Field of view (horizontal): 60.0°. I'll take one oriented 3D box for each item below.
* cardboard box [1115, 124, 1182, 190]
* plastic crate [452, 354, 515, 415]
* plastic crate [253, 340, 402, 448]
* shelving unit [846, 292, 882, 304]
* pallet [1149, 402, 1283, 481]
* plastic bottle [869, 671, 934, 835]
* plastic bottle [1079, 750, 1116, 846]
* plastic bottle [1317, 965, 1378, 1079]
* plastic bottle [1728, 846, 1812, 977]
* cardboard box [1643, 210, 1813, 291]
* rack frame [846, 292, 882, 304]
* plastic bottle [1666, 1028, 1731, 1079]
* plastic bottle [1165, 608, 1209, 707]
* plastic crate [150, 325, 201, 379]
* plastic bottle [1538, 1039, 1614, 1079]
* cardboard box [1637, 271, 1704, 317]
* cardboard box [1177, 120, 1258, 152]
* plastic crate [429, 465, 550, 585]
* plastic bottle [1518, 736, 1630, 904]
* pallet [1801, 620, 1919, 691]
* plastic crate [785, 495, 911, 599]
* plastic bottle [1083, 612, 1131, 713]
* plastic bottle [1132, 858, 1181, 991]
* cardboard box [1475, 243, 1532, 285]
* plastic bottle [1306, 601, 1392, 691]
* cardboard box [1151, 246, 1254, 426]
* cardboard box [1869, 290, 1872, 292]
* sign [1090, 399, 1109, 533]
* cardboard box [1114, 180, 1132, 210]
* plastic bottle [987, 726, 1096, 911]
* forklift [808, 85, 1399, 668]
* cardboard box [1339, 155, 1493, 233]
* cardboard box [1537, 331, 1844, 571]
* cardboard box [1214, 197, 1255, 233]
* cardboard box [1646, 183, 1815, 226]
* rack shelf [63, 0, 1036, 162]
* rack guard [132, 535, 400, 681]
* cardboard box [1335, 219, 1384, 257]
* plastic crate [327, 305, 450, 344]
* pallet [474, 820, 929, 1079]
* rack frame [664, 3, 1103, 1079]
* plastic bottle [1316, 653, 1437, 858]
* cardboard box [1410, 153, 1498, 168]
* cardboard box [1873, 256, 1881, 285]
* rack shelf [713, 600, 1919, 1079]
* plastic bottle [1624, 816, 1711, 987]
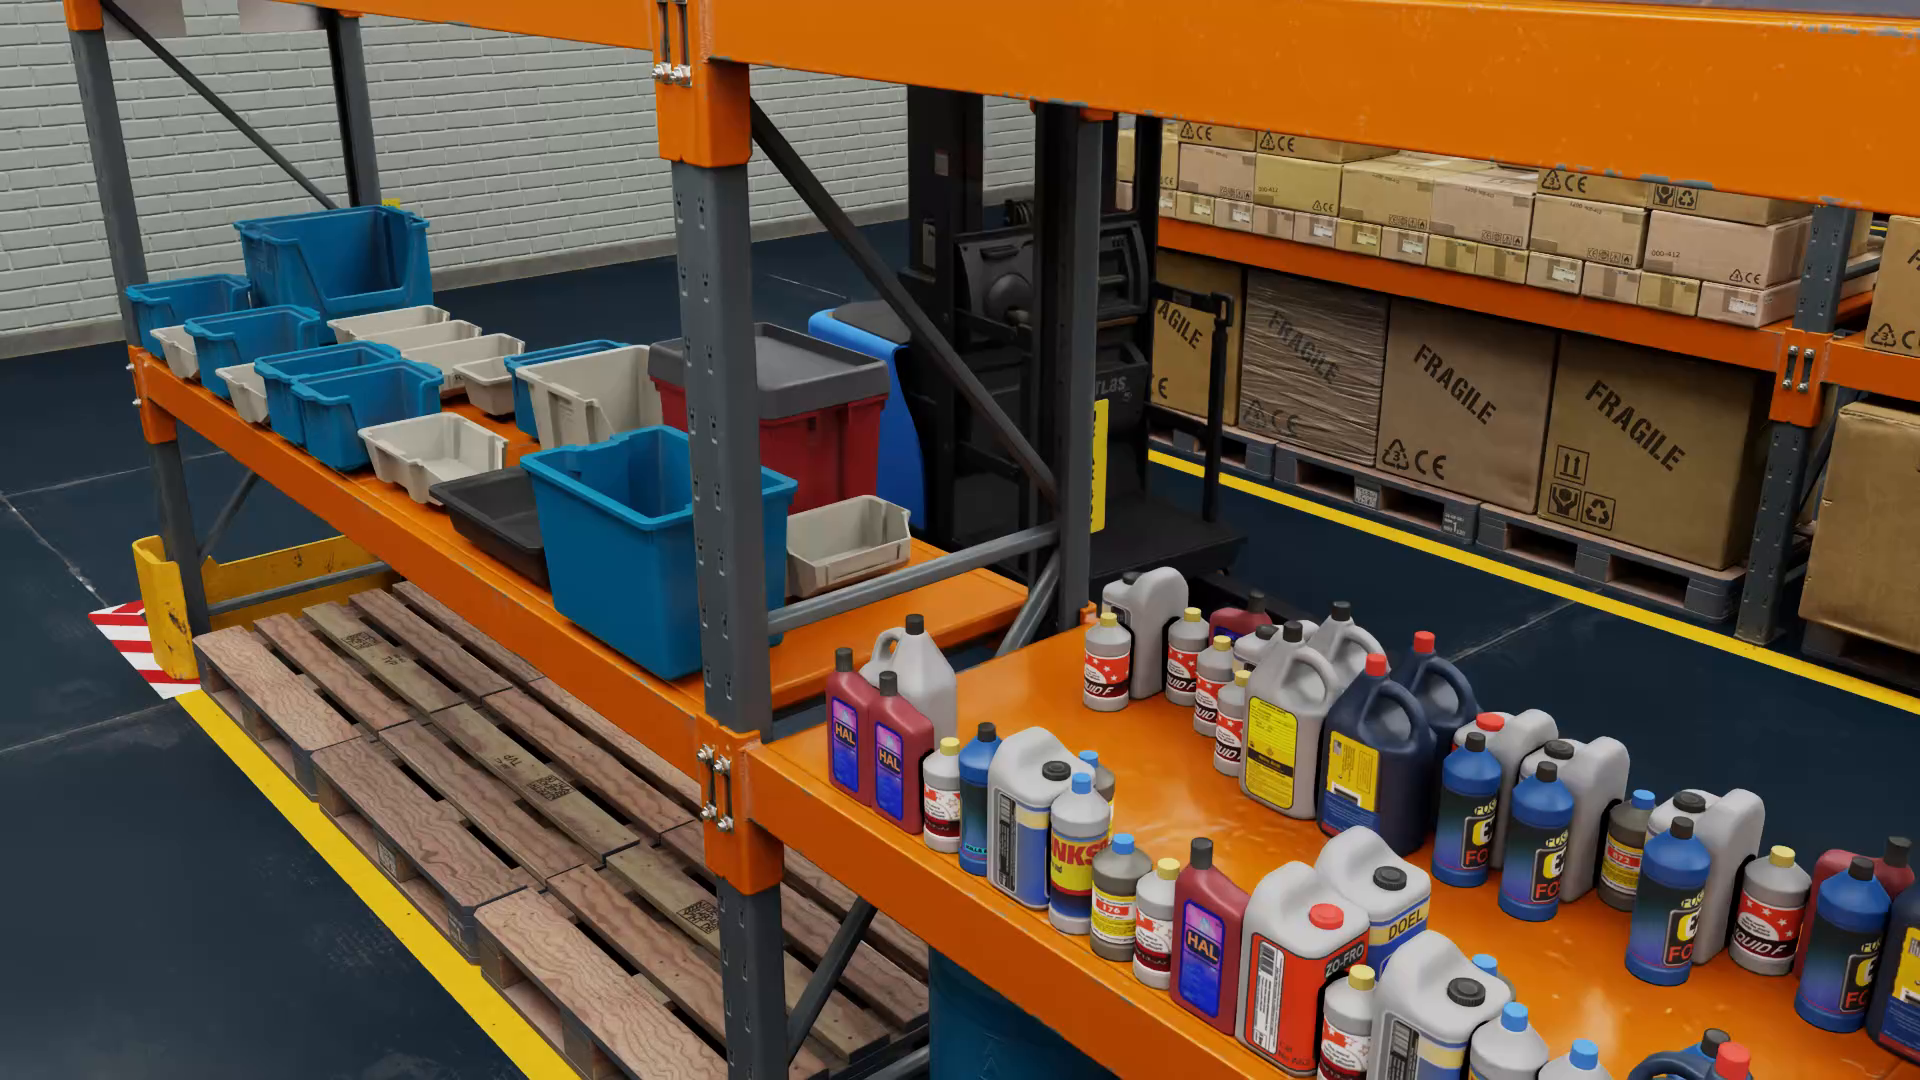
[{"bbox_3d":[1.140,-2.064,8.938,0.500,0.250,0.500,-18,28,-39],"label":"cardboard box"},{"bbox_3d":[-1.466,-0.504,5.437,0.298,0.136,0.250,-17,27,-37],"label":"plastic crate"},{"bbox_3d":[-1.950,-0.453,5.174,0.416,0.233,0.300,-17,27,-37],"label":"plastic crate"},{"bbox_3d":[-0.407,-0.707,8.348,0.215,1.050,0.252,-14,25,-32],"label":"shelving unit"},{"bbox_3d":[1.612,-0.691,9.460,1.003,0.211,1.213,-17,27,-37],"label":"pallet"},{"bbox_3d":[-0.107,0.386,3.045,0.061,0.283,0.133,-17,27,-37],"label":"plastic bottle"},{"bbox_3d":[0.225,0.470,2.945,0.097,0.201,0.097,0,21,0],"label":"plastic bottle"},{"bbox_3d":[0.563,0.698,2.362,0.097,0.201,0.097,0,21,0],"label":"plastic bottle"},{"bbox_3d":[1.295,0.584,2.653,0.097,0.201,0.097,0,21,0],"label":"plastic bottle"},{"bbox_3d":[3.155,-1.215,6.771,0.500,0.250,0.500,-18,28,-38],"label":"cardboard box"},{"bbox_3d":[-0.476,-0.743,8.442,0.200,1.050,0.008,-14,25,-32],"label":"rack frame"},{"bbox_3d":[0.951,0.749,2.136,0.097,0.271,0.097,0,21,0],"label":"plastic bottle"},{"bbox_3d":[0.489,0.242,3.525,0.097,0.201,0.097,0,21,0],"label":"plastic bottle"},{"bbox_3d":[-2.663,-0.663,5.844,0.250,0.136,0.298,-17,27,-37],"label":"plastic crate"},{"bbox_3d":[0.778,0.756,2.117,0.097,0.271,0.097,0,21,0],"label":"plastic bottle"},{"bbox_3d":[3.026,-1.047,6.890,0.380,0.149,0.250,-17,27,-36],"label":"cardboard box"},{"bbox_3d":[1.466,-2.275,8.449,0.500,0.500,0.500,-18,28,-39],"label":"cardboard box"},{"bbox_3d":[-1.044,-0.053,4.301,0.437,0.125,0.590,-17,27,-37],"label":"plastic crate"},{"bbox_3d":[1.048,0.459,2.868,0.152,0.276,0.135,-17,27,-37],"label":"plastic bottle"},{"bbox_3d":[4.203,0.407,6.656,1.003,0.211,1.213,-17,27,-37],"label":"pallet"},{"bbox_3d":[-0.306,0.024,4.088,0.396,0.136,0.243,-17,27,-37],"label":"plastic crate"},{"bbox_3d":[0.310,0.251,3.501,0.097,0.201,0.097,0,21,0],"label":"plastic bottle"},{"bbox_3d":[0.324,0.597,2.620,0.097,0.201,0.097,0,21,0],"label":"plastic bottle"},{"bbox_3d":[2.523,-1.260,7.434,0.380,0.149,0.250,-17,27,-36],"label":"cardboard box"},{"bbox_3d":[0.738,0.291,3.195,0.144,0.351,0.185,-17,27,-37],"label":"plastic bottle"},{"bbox_3d":[1.510,-1.240,9.376,0.875,0.875,0.875,-17,27,-37],"label":"cardboard box"},{"bbox_3d":[6.073,-1.720,11.189,0.380,0.149,0.250,-16,26,-35],"label":"cardboard box"},{"bbox_3d":[0.308,-0.167,3.918,0.100,0.325,0.005,-17,27,-37],"label":"sign"},{"bbox_3d":[1.013,-1.898,9.062,0.380,0.149,0.250,-17,27,-37],"label":"cardboard box"},{"bbox_3d":[0.142,0.470,2.842,0.152,0.276,0.135,-17,27,-37],"label":"plastic bottle"},{"bbox_3d":[0.520,-1.087,6.740,1.130,2.935,3.031,-14,25,-32],"label":"forklift"},{"bbox_3d":[2.154,-1.639,7.854,0.500,0.250,0.500,-18,28,-38],"label":"cardboard box"},{"bbox_3d":[3.272,-0.495,7.471,0.875,0.875,0.875,-17,27,-37],"label":"cardboard box"},{"bbox_3d":[1.520,-1.685,8.519,0.380,0.149,0.250,-18,28,-38],"label":"cardboard box"},{"bbox_3d":[3.140,-1.568,6.644,0.500,0.500,0.500,-16,27,-36],"label":"cardboard box"},{"bbox_3d":[-1.416,-1.522,4.631,1.077,0.370,4.000,-17,27,-37],"label":"rack shelf"},{"bbox_3d":[-2.747,0.147,6.922,1.175,0.500,0.348,-17,27,-37],"label":"rack guard"},{"bbox_3d":[2.018,-1.474,7.978,0.380,0.149,0.250,-18,28,-39],"label":"cardboard box"},{"bbox_3d":[-2.052,-0.736,6.029,0.396,0.136,0.243,-17,27,-37],"label":"plastic crate"},{"bbox_3d":[-0.619,1.197,4.639,1.003,0.211,1.213,-17,27,-37],"label":"pallet"},{"bbox_3d":[-0.110,0.092,3.636,1.000,3.000,0.127,-17,27,-37],"label":"rack frame"},{"bbox_3d":[0.749,0.377,2.977,0.144,0.351,0.185,-17,27,-37],"label":"plastic bottle"},{"bbox_3d":[2.555,-1.766,8.178,0.500,0.250,0.500,-17,27,-37],"label":"cardboard box"},{"bbox_3d":[6.129,-1.764,10.892,0.380,0.149,0.250,-19,28,-39],"label":"cardboard box"},{"bbox_3d":[1.195,0.980,2.356,1.077,0.370,4.000,-17,27,-37],"label":"rack shelf"},{"bbox_3d":[1.117,0.560,2.617,0.097,0.271,0.097,0,21,0],"label":"plastic bottle"}]
